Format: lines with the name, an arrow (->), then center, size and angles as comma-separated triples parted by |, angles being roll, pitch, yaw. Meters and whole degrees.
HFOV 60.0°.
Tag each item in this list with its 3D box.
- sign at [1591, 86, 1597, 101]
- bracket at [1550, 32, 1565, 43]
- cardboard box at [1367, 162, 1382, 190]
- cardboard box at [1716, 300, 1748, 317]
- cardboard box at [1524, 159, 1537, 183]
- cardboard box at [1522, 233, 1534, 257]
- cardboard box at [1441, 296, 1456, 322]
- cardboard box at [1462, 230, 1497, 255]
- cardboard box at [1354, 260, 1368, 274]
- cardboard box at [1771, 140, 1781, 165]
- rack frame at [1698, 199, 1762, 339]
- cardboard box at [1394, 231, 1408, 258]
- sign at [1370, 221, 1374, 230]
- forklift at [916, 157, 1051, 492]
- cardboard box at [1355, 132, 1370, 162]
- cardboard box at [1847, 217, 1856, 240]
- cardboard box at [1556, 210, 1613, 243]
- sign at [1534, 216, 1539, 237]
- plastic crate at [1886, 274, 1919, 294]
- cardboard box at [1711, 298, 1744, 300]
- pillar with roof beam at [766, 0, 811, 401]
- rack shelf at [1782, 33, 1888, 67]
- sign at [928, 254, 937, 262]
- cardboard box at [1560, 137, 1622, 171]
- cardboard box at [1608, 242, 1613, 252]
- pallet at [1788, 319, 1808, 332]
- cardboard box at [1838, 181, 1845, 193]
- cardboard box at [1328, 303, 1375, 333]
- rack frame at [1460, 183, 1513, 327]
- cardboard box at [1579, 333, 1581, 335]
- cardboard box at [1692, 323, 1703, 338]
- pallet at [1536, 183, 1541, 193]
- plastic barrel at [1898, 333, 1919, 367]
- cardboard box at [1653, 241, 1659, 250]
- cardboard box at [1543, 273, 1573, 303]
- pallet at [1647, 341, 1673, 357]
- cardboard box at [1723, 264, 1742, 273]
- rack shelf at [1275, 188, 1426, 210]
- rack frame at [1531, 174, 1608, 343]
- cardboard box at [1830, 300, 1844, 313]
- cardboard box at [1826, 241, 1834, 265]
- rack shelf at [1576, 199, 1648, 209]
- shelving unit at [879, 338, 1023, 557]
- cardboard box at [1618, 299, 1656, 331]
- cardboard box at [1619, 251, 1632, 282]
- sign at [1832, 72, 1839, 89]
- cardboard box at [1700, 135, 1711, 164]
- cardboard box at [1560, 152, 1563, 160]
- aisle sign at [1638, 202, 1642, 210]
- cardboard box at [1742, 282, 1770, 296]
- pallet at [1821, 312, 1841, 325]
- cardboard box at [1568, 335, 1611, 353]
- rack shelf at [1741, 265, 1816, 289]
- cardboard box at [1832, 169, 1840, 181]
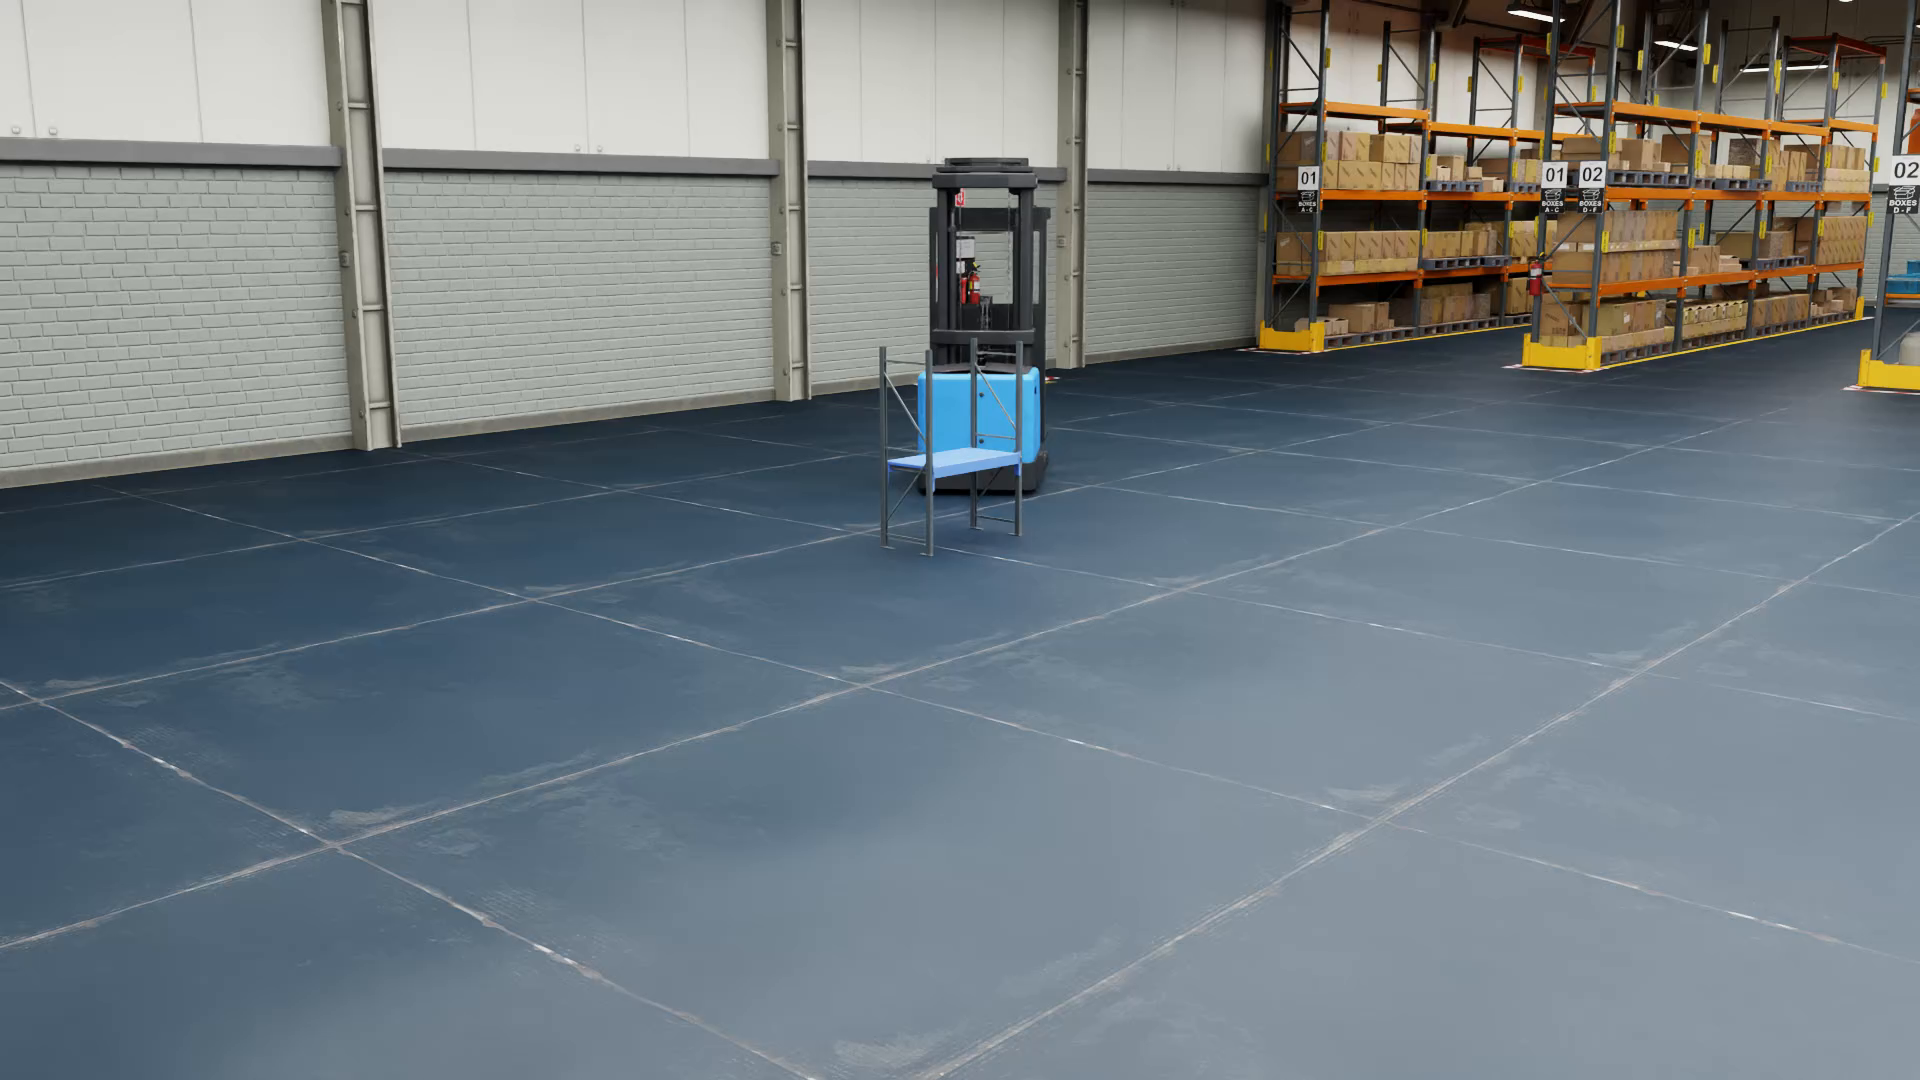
sign -> 14.230, -10.022, 37.327 | 0.100, 0.325, 0.005 | 10, 15, 40
bracket -> 13.620, -11.467, 37.956 | 0.235, 0.232, 0.430 | 10, 15, 40
cardboard box -> 7.361, -6.666, 30.461 | 0.500, 0.500, 0.500 | 11, 16, 44
cardboard box -> 14.737, -4.447, 31.834 | 0.500, 0.311, 0.500 | 10, 15, 42
cardboard box -> 12.137, -8.042, 36.281 | 0.700, 0.500, 0.500 | 11, 16, 43
cardboard box -> 12.040, -6.382, 35.940 | 0.500, 0.500, 0.500 | 10, 15, 42
cardboard box -> 9.678, -4.727, 33.980 | 0.700, 0.500, 0.500 | 10, 15, 41
cardboard box -> 10.872, -6.258, 35.004 | 0.700, 0.500, 0.500 | 8, 14, 34
cardboard box -> 7.127, -5.006, 30.446 | 0.500, 0.250, 0.500 | 9, 15, 39
cardboard box -> 15.864, -7.647, 32.873 | 0.500, 0.500, 0.500 | 10, 15, 40
rack frame -> 14.898, -5.423, 32.206 | 1.000, 3.000, 0.127 | 10, 15, 40
cardboard box -> 8.129, -5.595, 31.482 | 0.500, 0.500, 0.500 | 10, 15, 40
sign -> 8.115, -6.114, 32.706 | 0.100, 0.325, 0.005 | 10, 15, 40
forklift -> 0.285, -2.104, 15.760 | 1.130, 2.935, 3.031 | 1, 11, 6
cardboard box -> 7.029, -7.076, 29.961 | 0.500, 0.500, 0.500 | 10, 15, 42
cardboard box -> 19.420, -6.887, 36.727 | 0.500, 0.500, 0.500 | 10, 15, 42
cardboard box -> 9.970, -5.006, 26.550 | 0.700, 0.500, 0.500 | 10, 15, 41
sign -> 9.219, -5.002, 26.537 | 0.100, 0.325, 0.005 | 10, 15, 40
plastic crate -> 13.441, -3.645, 23.680 | 0.499, 0.251, 0.616 | 10, 15, 40
cardboard box -> 15.339, -4.581, 33.248 | 0.500, 0.500, 0.500 | 11, 15, 43
pillar with roof beam -> 1.018, -5.721, 18.378 | 9.100, 9.000, 0.400 | 10, 15, 40
rack shelf -> 18.859, -10.525, 35.783 | 1.077, 0.370, 4.000 | 10, 15, 40
sign -> -0.347, -4.068, 23.978 | 0.001, 0.109, 0.331 | 10, 15, 40
cardboard box -> 10.000, -6.126, 26.374 | 0.637, 0.503, 0.797 | -11, 16, -44
cardboard box -> 10.210, -4.682, 26.585 | 0.380, 0.149, 0.250 | 9, 15, 39
pallet -> 17.030, -4.520, 34.802 | 1.003, 0.211, 1.213 | 10, 15, 40
cardboard box -> 18.709, -7.595, 35.804 | 0.500, 0.250, 0.500 | 10, 15, 40
cardboard box -> 7.316, -4.152, 31.098 | 0.700, 0.500, 0.500 | 9, 14, 37
rack frame -> 11.174, -6.063, 35.409 | 1.000, 3.000, 0.127 | 10, 15, 40
cardboard box -> 10.070, -3.296, 27.503 | 0.500, 0.250, 0.500 | 10, 15, 40
cardboard box -> 13.048, -3.795, 30.000 | 0.500, 0.250, 0.500 | 10, 15, 42
pallet -> 12.296, -7.708, 36.468 | 1.003, 0.211, 1.213 | 11, 16, 43
plastic barrel -> 13.712, -2.698, 23.840 | 0.421, 0.512, 0.421 | 0, 11, 0
cardboard box -> 11.566, -4.985, 28.098 | 0.380, 0.149, 0.250 | 10, 15, 40
cardboard box -> 13.483, -5.691, 37.962 | 0.750, 0.750, 0.750 | 10, 15, 41
pallet -> 11.701, -3.356, 28.974 | 1.003, 0.211, 1.213 | 10, 15, 40
cardboard box -> 14.512, -5.132, 31.389 | 0.380, 0.149, 0.250 | 10, 15, 40
rack shelf -> 7.214, -6.299, 30.766 | 1.077, 0.370, 4.000 | 10, 15, 40
rack frame -> 9.617, -4.246, 26.313 | 1.000, 3.000, 0.127 | 10, 15, 40
cardboard box -> 19.355, -5.220, 37.084 | 0.500, 0.250, 0.500 | 10, 15, 40
cardboard box -> 18.415, -6.176, 35.721 | 0.500, 0.500, 0.500 | 10, 15, 41
rack shelf -> 15.135, -8.064, 39.606 | 1.077, 0.370, 4.000 | 10, 15, 40
shelving unit -> -0.056, -0.723, 12.501 | 0.538, 1.500, 1.048 | 10, 15, 40
cardboard box -> 11.450, -3.817, 28.199 | 0.500, 0.500, 0.500 | 10, 15, 40
cardboard box -> 10.610, -4.513, 27.390 | 0.700, 0.500, 0.500 | 10, 15, 41
sign -> 17.959, -9.418, 34.103 | 0.100, 0.325, 0.005 | 10, 15, 40
cardboard box -> 13.053, -6.978, 29.729 | 0.500, 0.500, 0.500 | -10, 15, -42
cardboard box -> 14.101, -8.805, 38.618 | 0.500, 0.500, 0.500 | 10, 15, 40
aisle sign -> 16.728, -8.487, 40.907 | 0.394, 0.787, 0.004 | 10, 15, 40
cardboard box -> 16.376, -5.183, 34.345 | 0.500, 0.250, 0.500 | 10, 15, 40
pallet -> 18.798, -4.925, 36.833 | 1.003, 0.211, 1.213 | 10, 15, 40
cardboard box -> 10.138, -3.154, 26.792 | 0.500, 0.250, 0.500 | 10, 15, 40
rack shelf -> 16.218, -5.365, 33.749 | 1.077, 0.370, 4.000 | 10, 15, 40
cardboard box -> 18.375, -7.768, 35.391 | 0.500, 0.250, 0.500 | 10, 15, 40
